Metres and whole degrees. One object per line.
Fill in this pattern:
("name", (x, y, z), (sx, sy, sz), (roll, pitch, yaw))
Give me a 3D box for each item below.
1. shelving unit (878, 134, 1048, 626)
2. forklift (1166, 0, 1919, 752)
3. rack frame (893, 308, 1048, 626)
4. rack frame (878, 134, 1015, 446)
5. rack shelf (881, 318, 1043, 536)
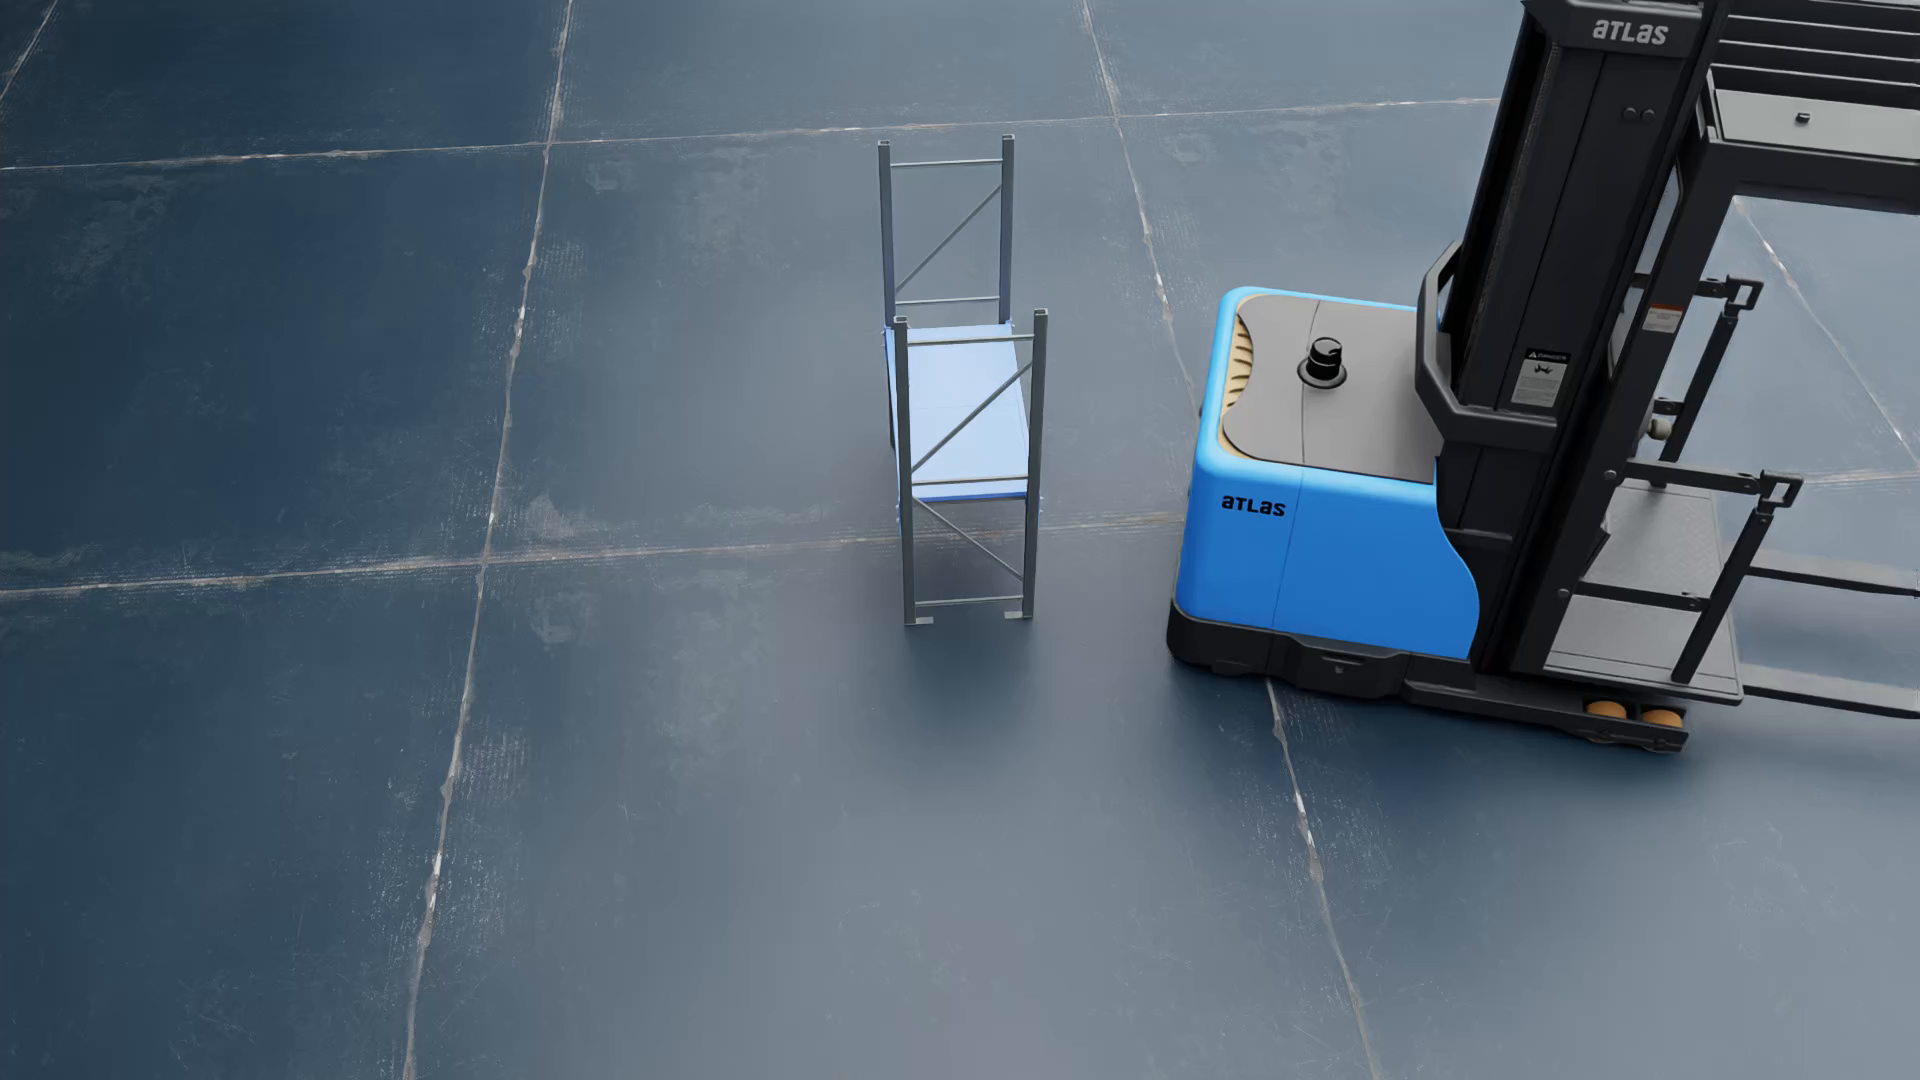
("shelving unit", (-0.007, -0.577, 6.264), (0.538, 1.500, 1.048), (-3, 47, -3))
("forklift", (2.350, -0.664, 5.360), (3.031, 2.935, 1.130), (9, 47, 8))
("rack frame", (0.035, -0.210, 5.916), (0.500, 1.500, 0.032), (-3, 47, -3))
("rack frame", (-0.050, -0.945, 6.612), (0.500, 1.500, 0.032), (-3, 47, -3))
("rack shelf", (-0.007, -0.454, 6.395), (0.538, 0.185, 1.000), (-3, 47, -3))
